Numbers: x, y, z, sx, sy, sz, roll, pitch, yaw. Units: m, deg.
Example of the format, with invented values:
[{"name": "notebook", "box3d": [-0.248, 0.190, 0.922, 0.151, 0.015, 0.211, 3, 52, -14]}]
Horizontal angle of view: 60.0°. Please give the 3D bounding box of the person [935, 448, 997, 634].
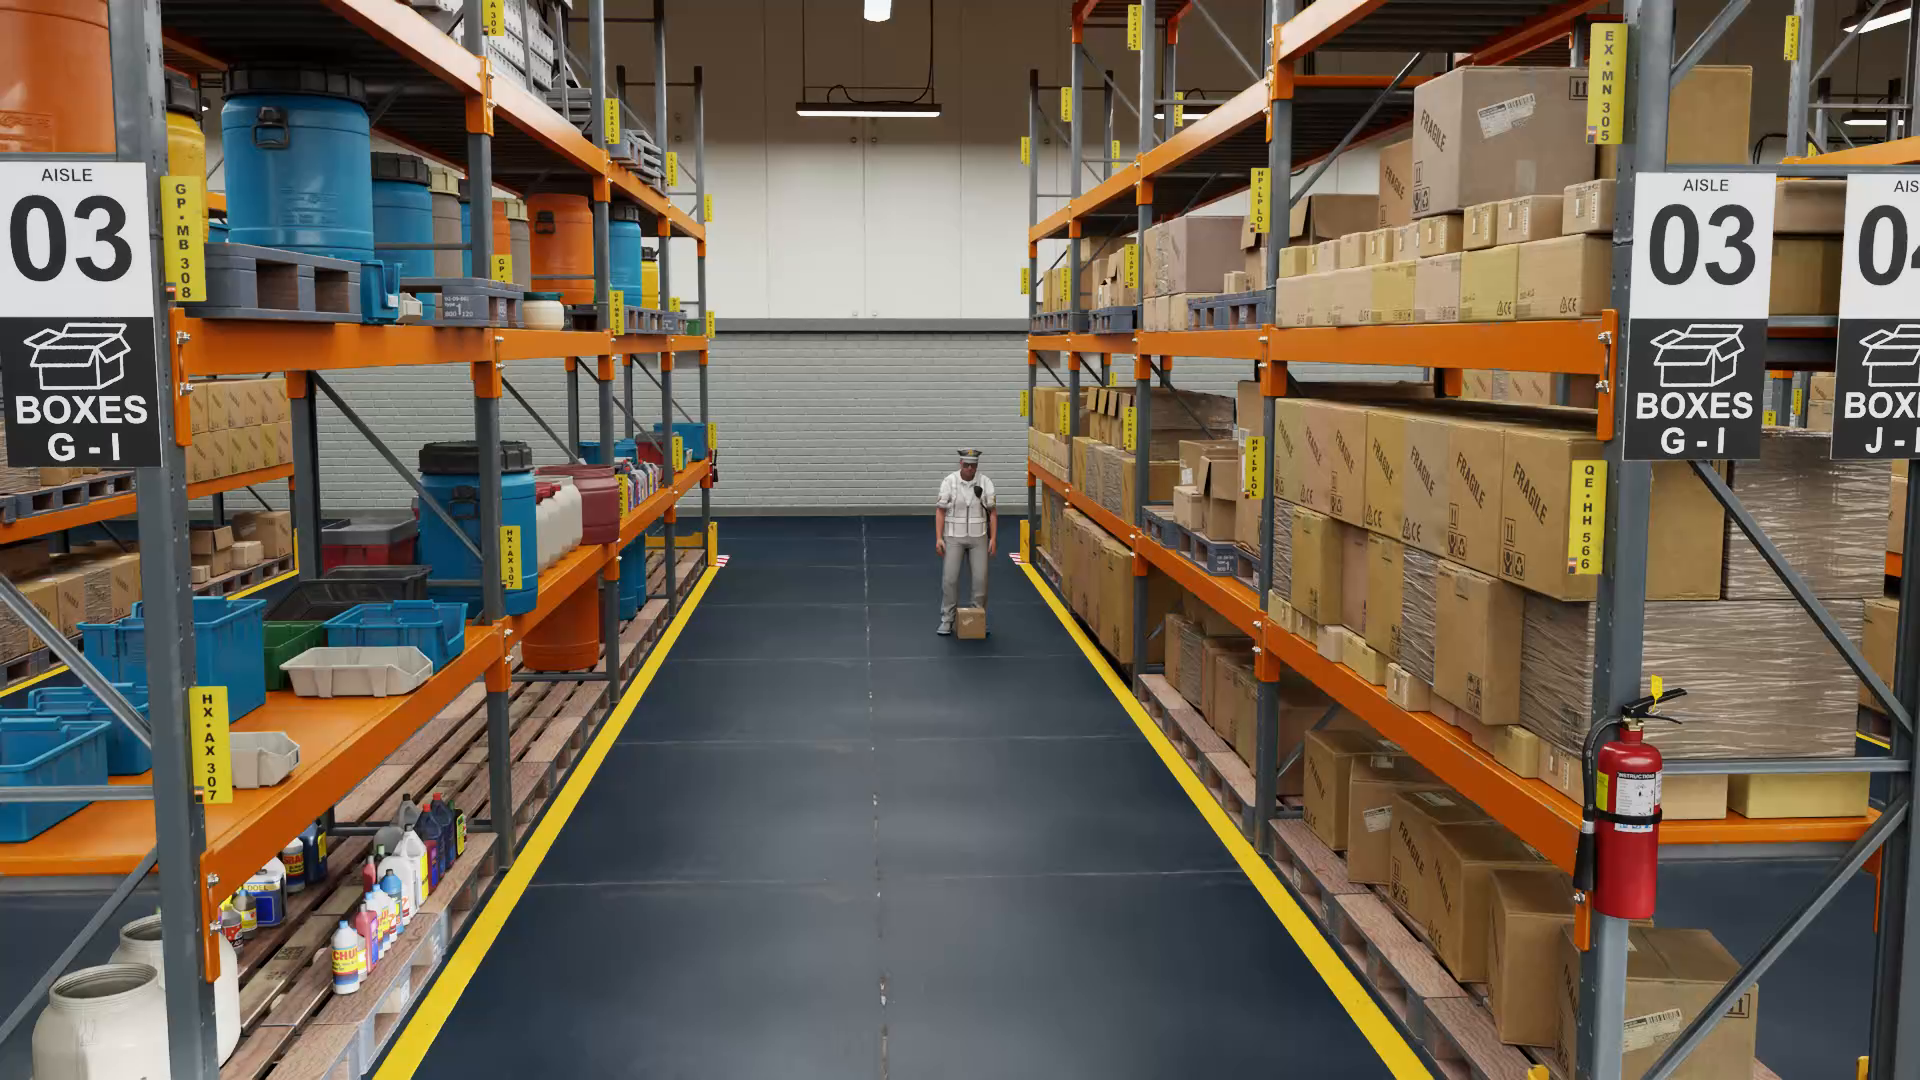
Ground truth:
[{"name": "person", "box3d": [0.059, 0.000, 15.709, 0.587, 1.748, 0.441, 0, 7, -4]}]
